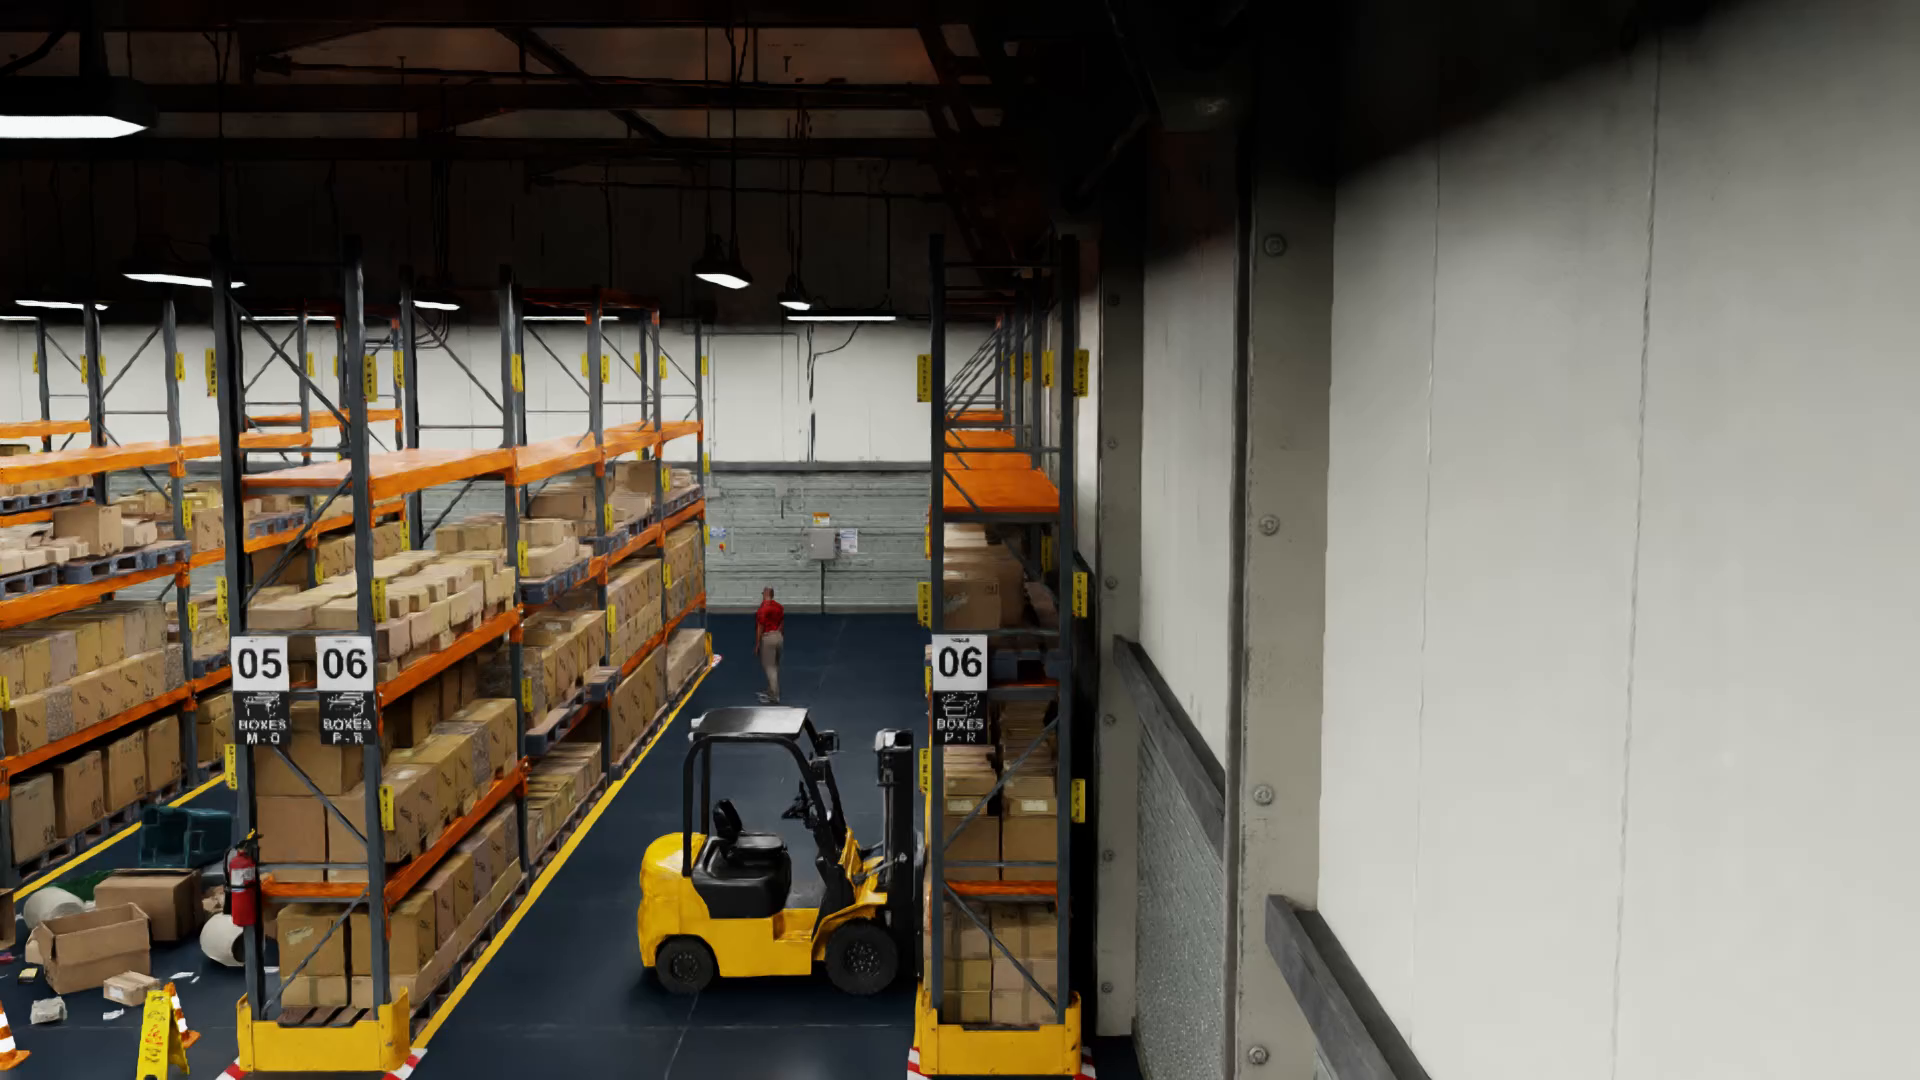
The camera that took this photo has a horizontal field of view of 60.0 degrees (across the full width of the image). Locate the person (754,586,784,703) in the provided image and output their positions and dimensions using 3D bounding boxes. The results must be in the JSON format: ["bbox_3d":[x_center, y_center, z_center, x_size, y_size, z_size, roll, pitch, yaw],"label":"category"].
[{"bbox_3d":[-2.882,1.542,24.987,0.562,1.726,0.623,3,7,27],"label":"person"}]
